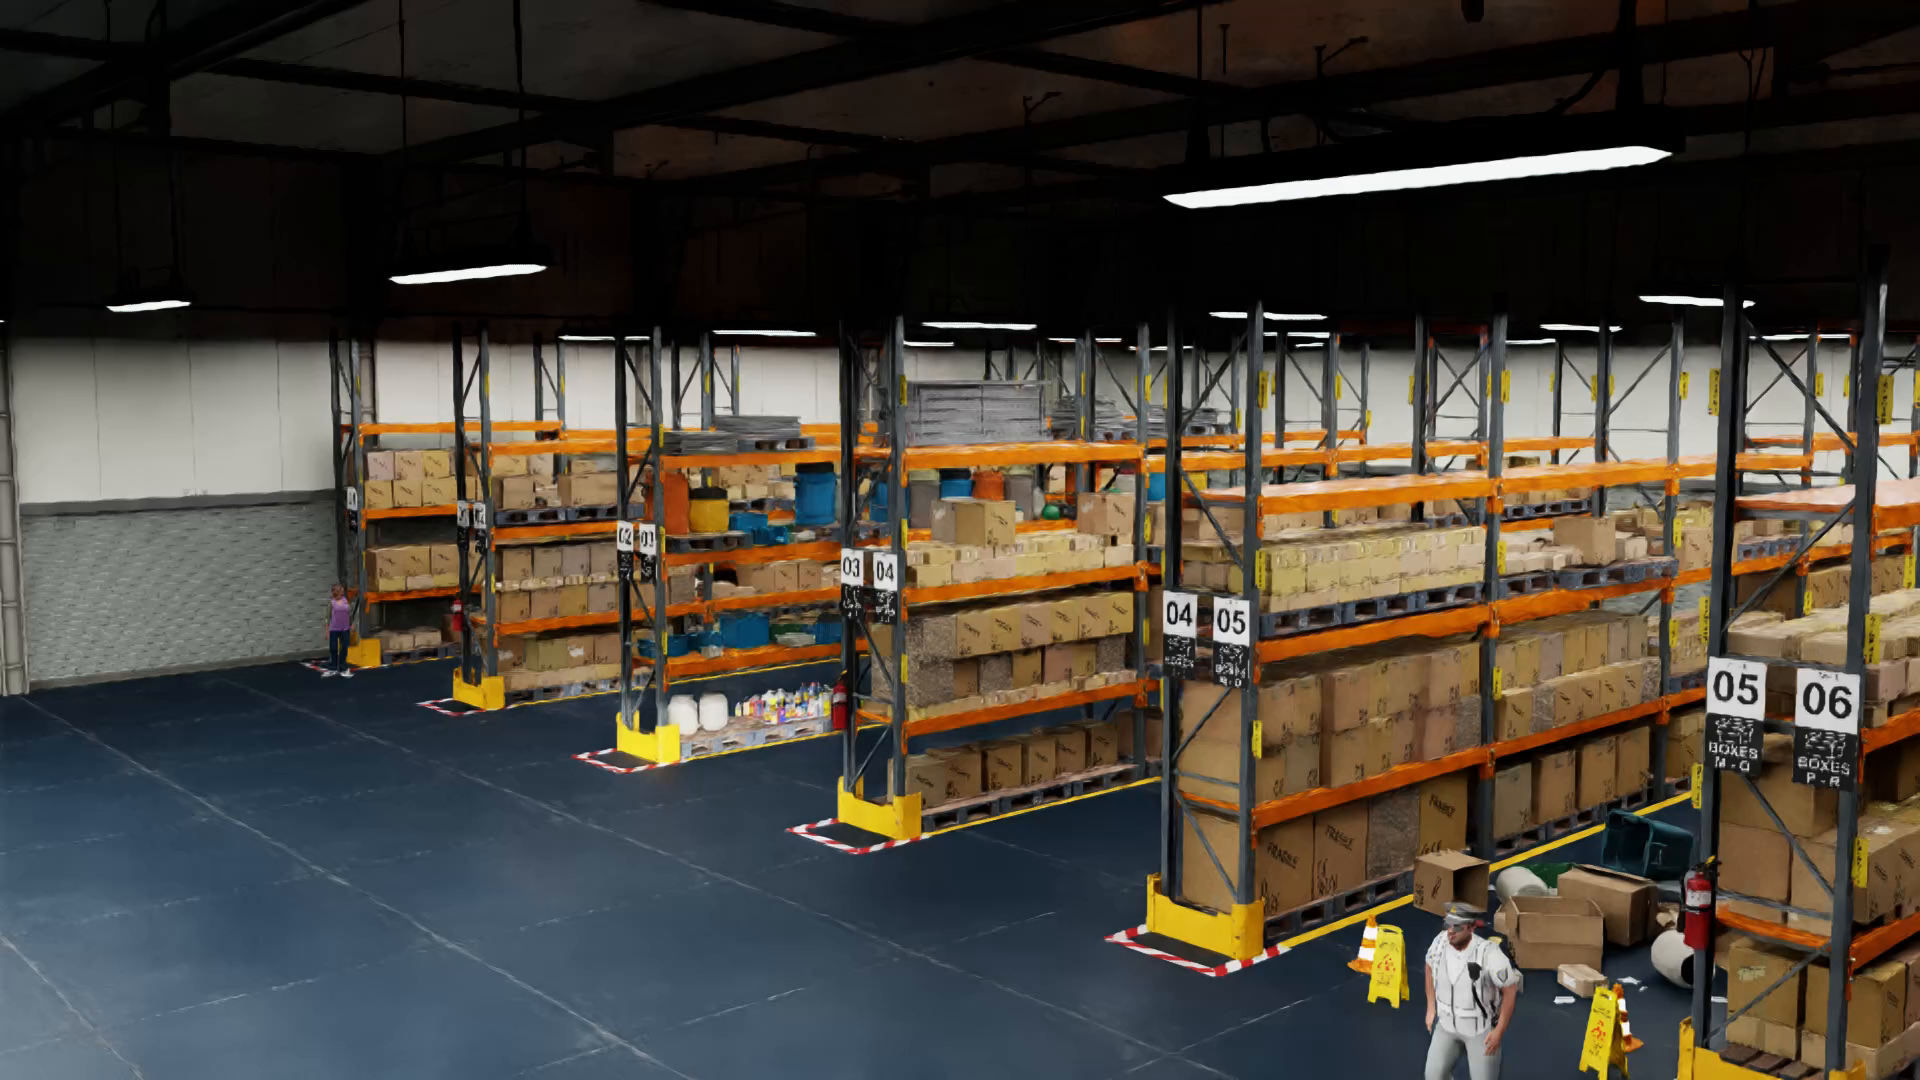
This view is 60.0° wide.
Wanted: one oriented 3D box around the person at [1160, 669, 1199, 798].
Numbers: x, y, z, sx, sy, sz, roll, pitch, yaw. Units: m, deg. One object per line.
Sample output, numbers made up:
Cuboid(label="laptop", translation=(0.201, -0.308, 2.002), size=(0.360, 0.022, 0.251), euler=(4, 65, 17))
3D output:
Cuboid(label="person", translation=(2.868, 2.354, 20.300), size=(1.019, 1.612, 0.458), euler=(-5, 8, -43))

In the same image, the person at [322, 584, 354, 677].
Cuboid(label="person", translation=(-10.676, 1.546, 28.521), size=(0.535, 1.596, 0.361), euler=(-4, 7, -38))

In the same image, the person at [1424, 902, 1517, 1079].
Cuboid(label="person", translation=(3.394, 3.221, 11.128), size=(0.536, 1.715, 0.682), euler=(-5, 8, -43))

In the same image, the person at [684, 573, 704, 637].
Cuboid(label="person", translation=(-5.006, 1.282, 31.134), size=(1.003, 1.597, 0.477), euler=(-4, 7, -33))
